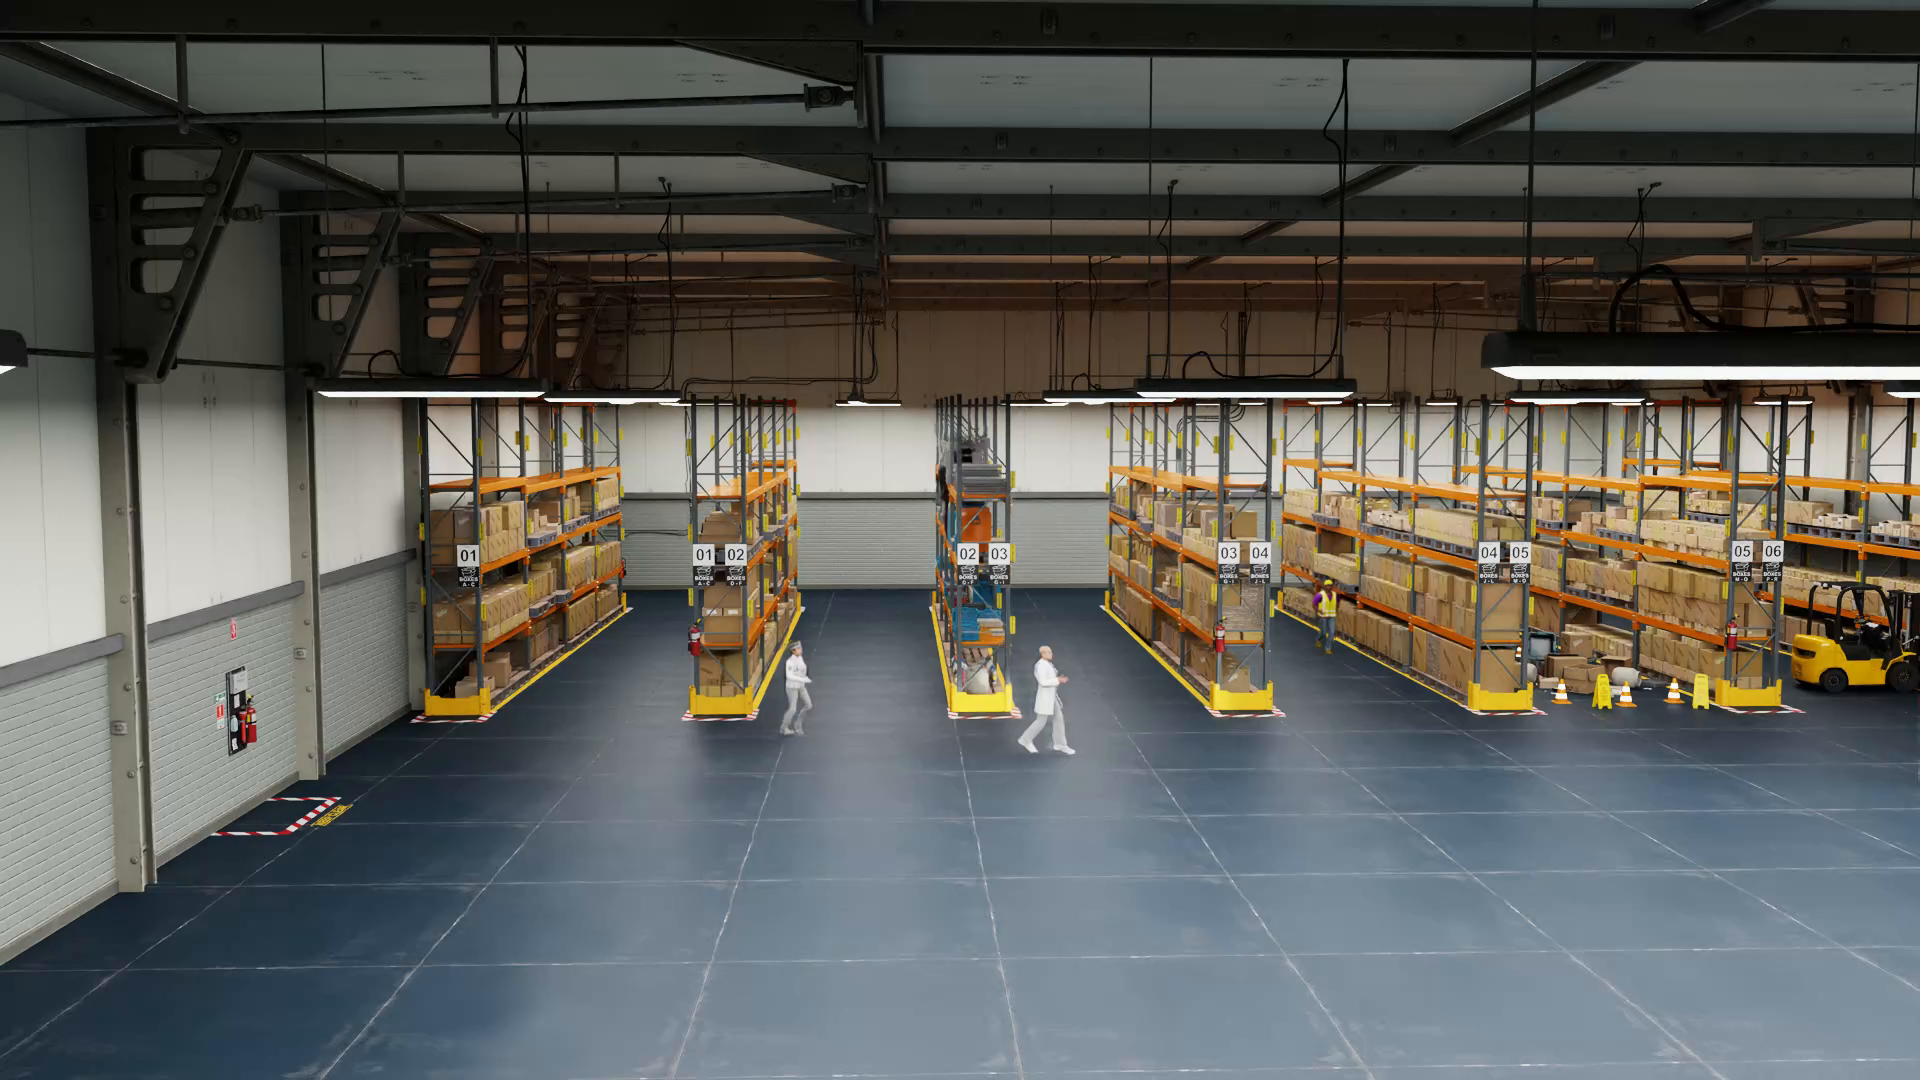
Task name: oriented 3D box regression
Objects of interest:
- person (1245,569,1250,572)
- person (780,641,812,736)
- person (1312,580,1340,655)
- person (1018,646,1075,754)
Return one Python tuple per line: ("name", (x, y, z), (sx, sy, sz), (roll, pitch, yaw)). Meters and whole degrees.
("person", (7.933, 1.237, 46.110), (0.652, 1.741, 0.595), (0, 5, 3))
("person", (-2.829, 2.609, 29.054), (0.665, 1.721, 0.638), (3, 5, 29))
("person", (8.583, 1.791, 38.896), (0.697, 1.743, 0.768), (-1, 5, -10))
("person", (1.428, 2.638, 27.487), (0.950, 1.790, 0.697), (1, 5, 18))
